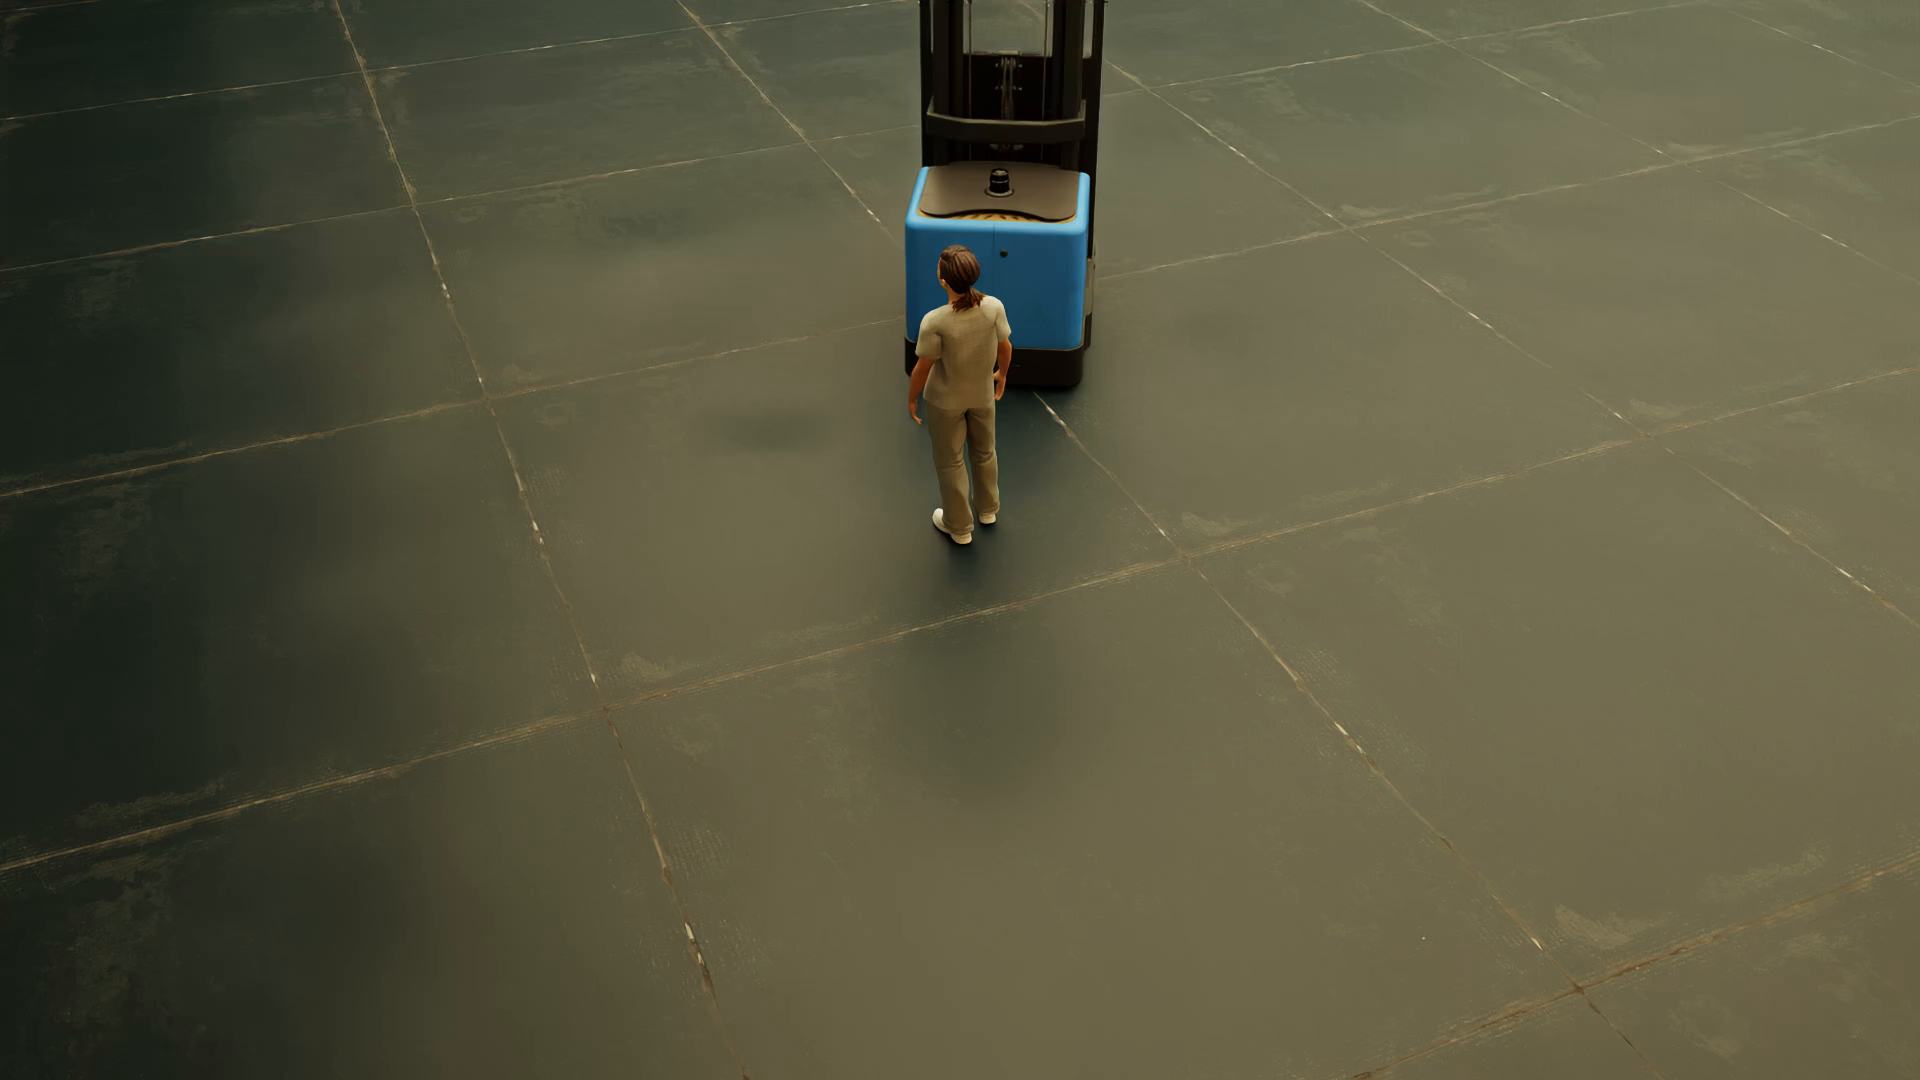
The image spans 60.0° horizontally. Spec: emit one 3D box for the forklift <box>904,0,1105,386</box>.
[{"bbox_3d":[0.331,-2.935,10.226,1.130,2.935,3.031,3,36,4],"label":"forklift"}]

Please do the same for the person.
[{"bbox_3d":[-0.016,-0.731,8.197,0.549,1.675,0.549,-14,38,-19],"label":"person"}]
